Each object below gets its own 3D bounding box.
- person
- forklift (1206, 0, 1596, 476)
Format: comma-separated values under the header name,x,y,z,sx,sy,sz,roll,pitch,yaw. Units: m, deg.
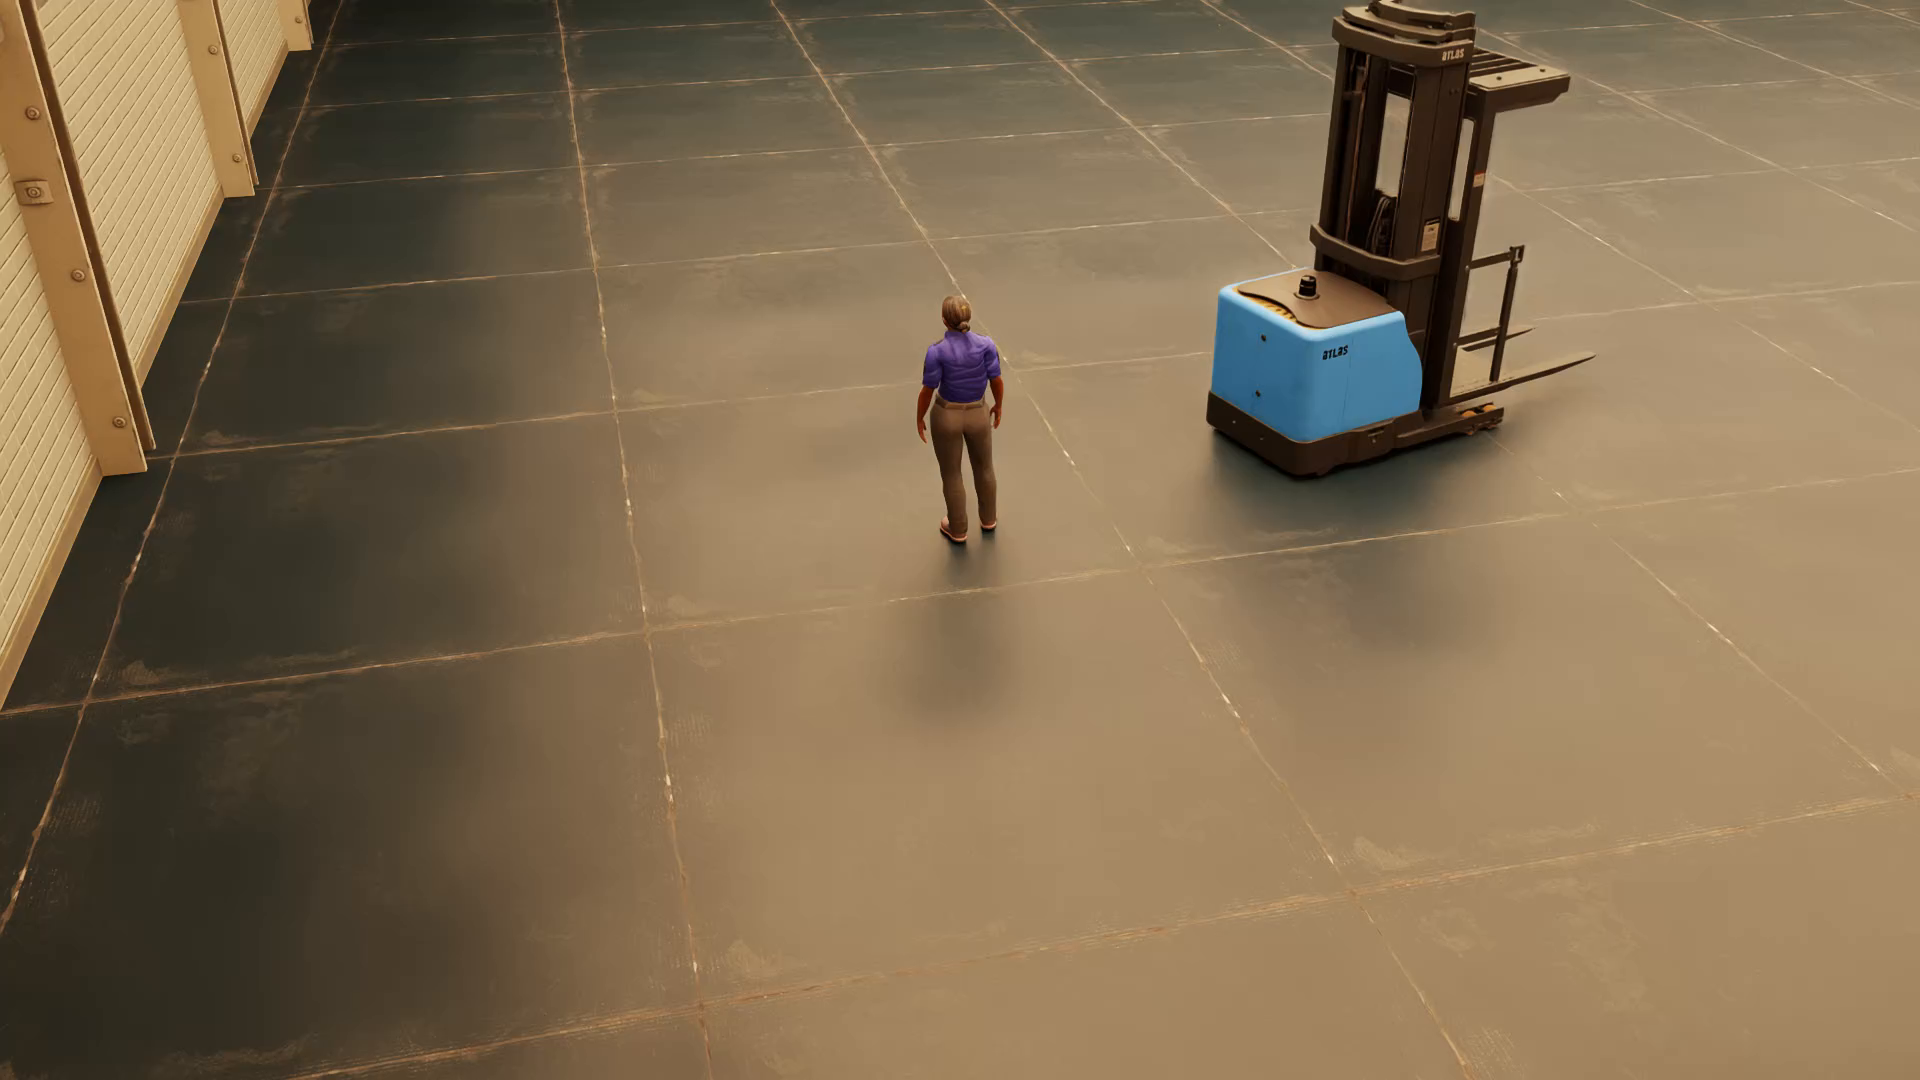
name,x,y,z,sx,sy,sz,roll,pitch,yaw
person,-0.001,-0.767,10.160,0.569,1.654,0.504,-7,31,-12
forklift,3.287,-2.228,11.424,3.031,2.935,1.130,-16,34,-26
